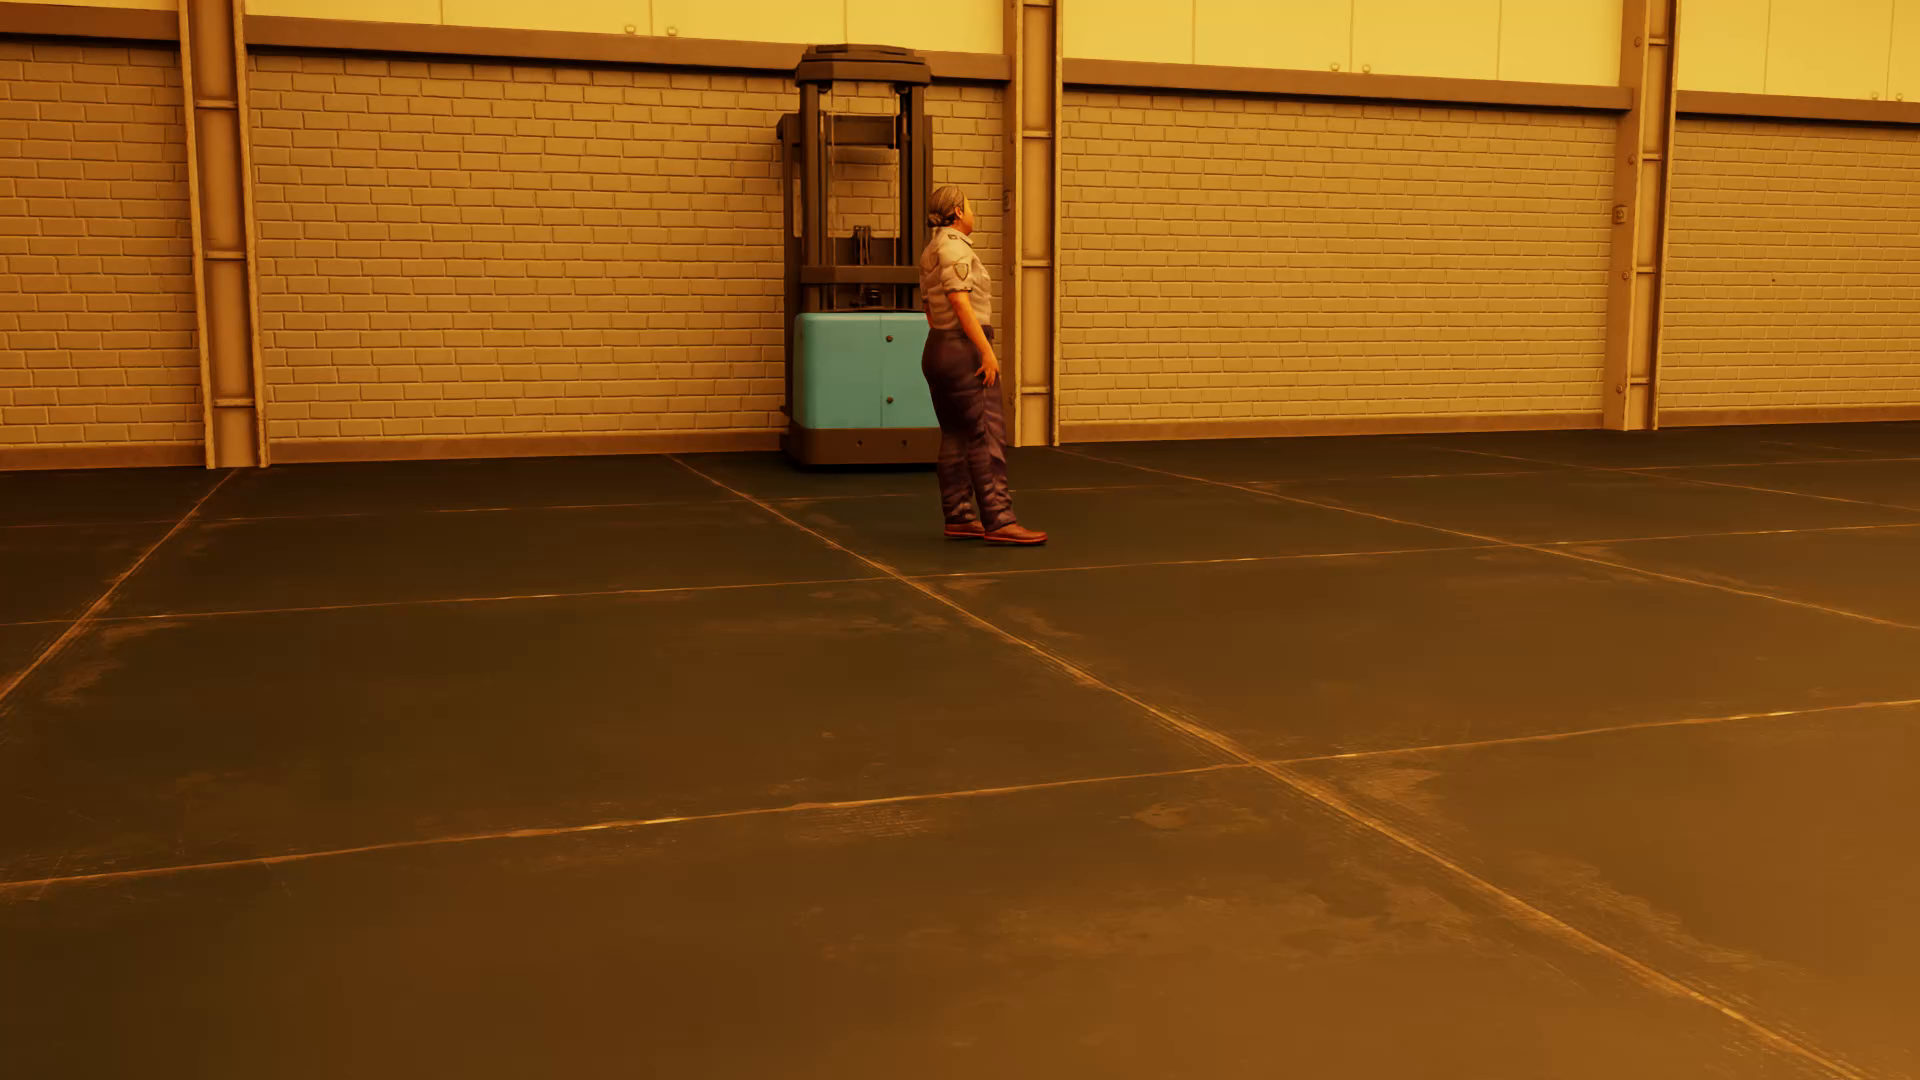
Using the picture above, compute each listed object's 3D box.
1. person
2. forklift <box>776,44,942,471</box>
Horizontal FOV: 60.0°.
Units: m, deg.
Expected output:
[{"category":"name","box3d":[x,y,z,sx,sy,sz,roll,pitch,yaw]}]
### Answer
[{"category":"person","box3d":[0.092,-0.826,7.818,0.503,1.651,0.598,-3,8,-18]},{"category":"forklift","box3d":[-0.785,-2.093,12.436,1.130,2.935,3.031,-1,8,-10]}]
